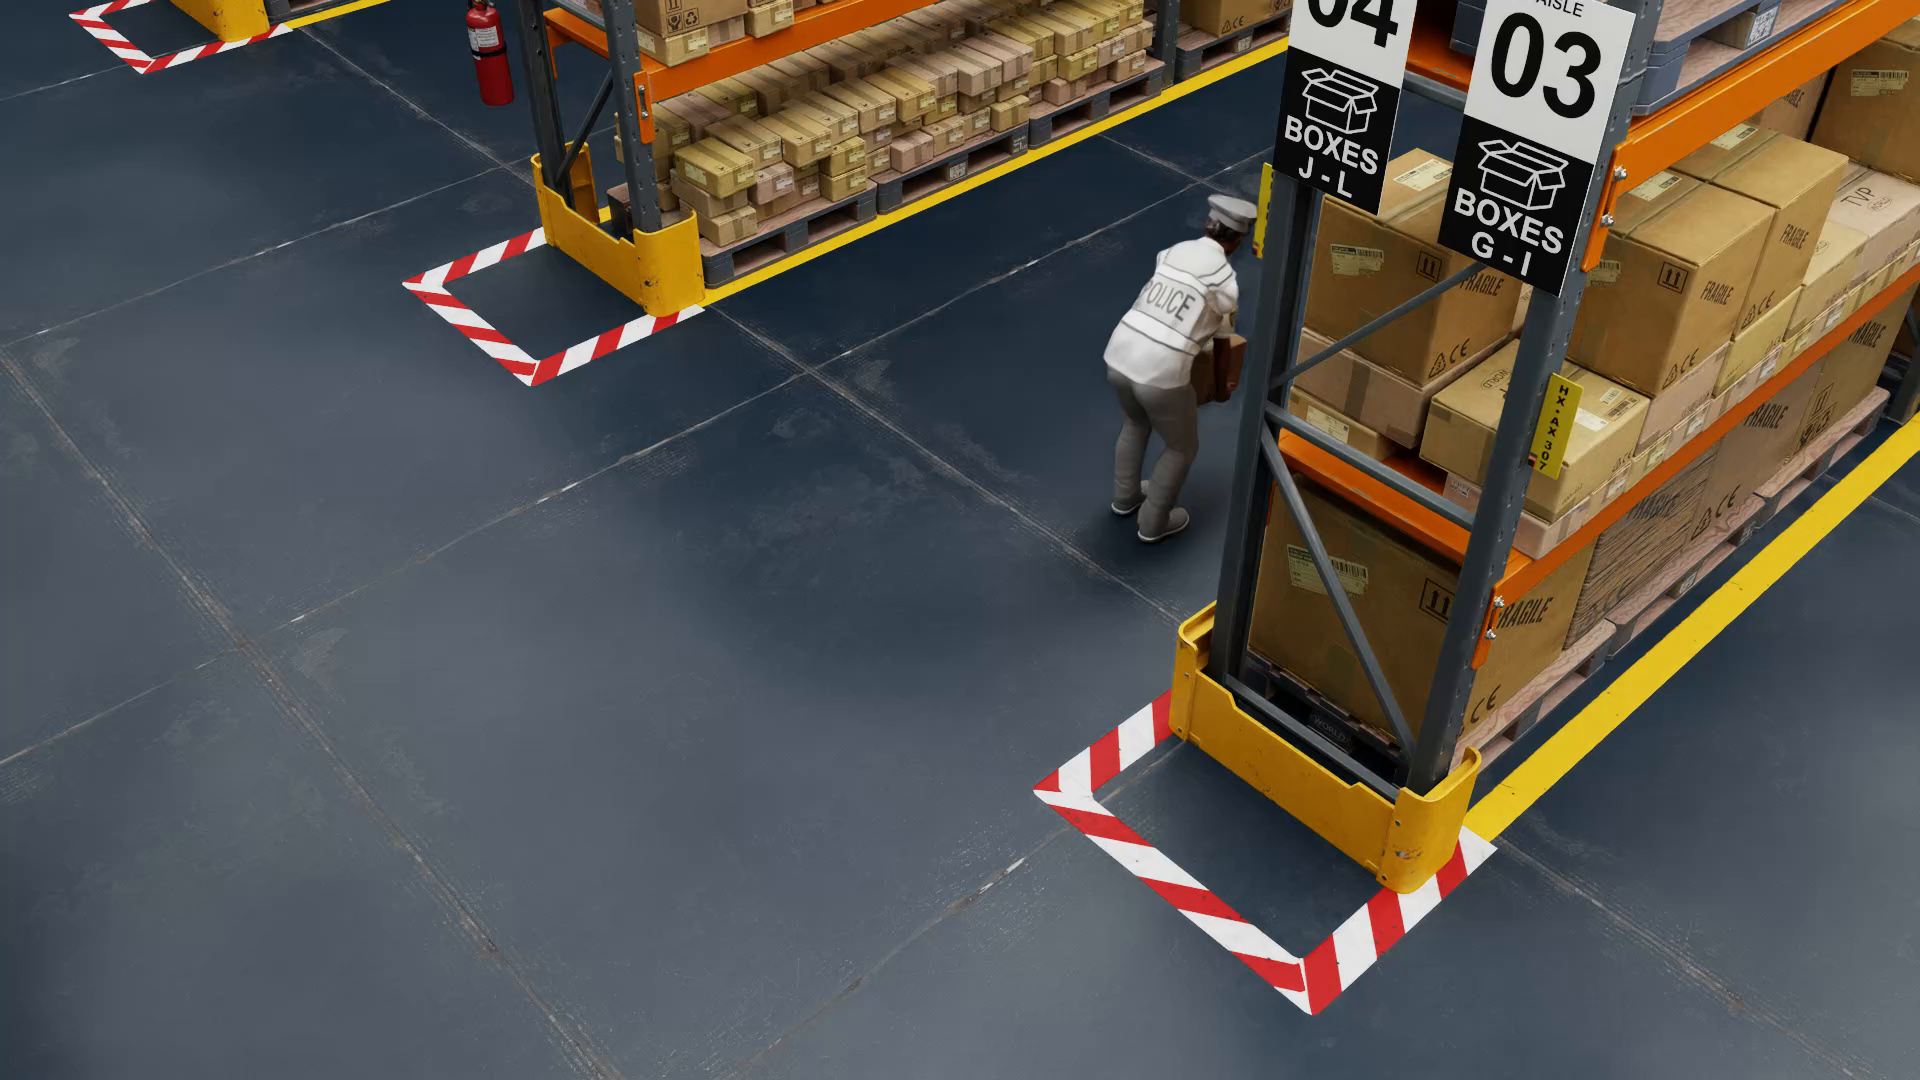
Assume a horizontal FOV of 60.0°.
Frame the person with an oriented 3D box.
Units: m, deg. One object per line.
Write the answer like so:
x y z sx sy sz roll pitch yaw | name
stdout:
0.954 -0.736 7.191 0.779 1.466 0.411 -32 49 -32 | person
